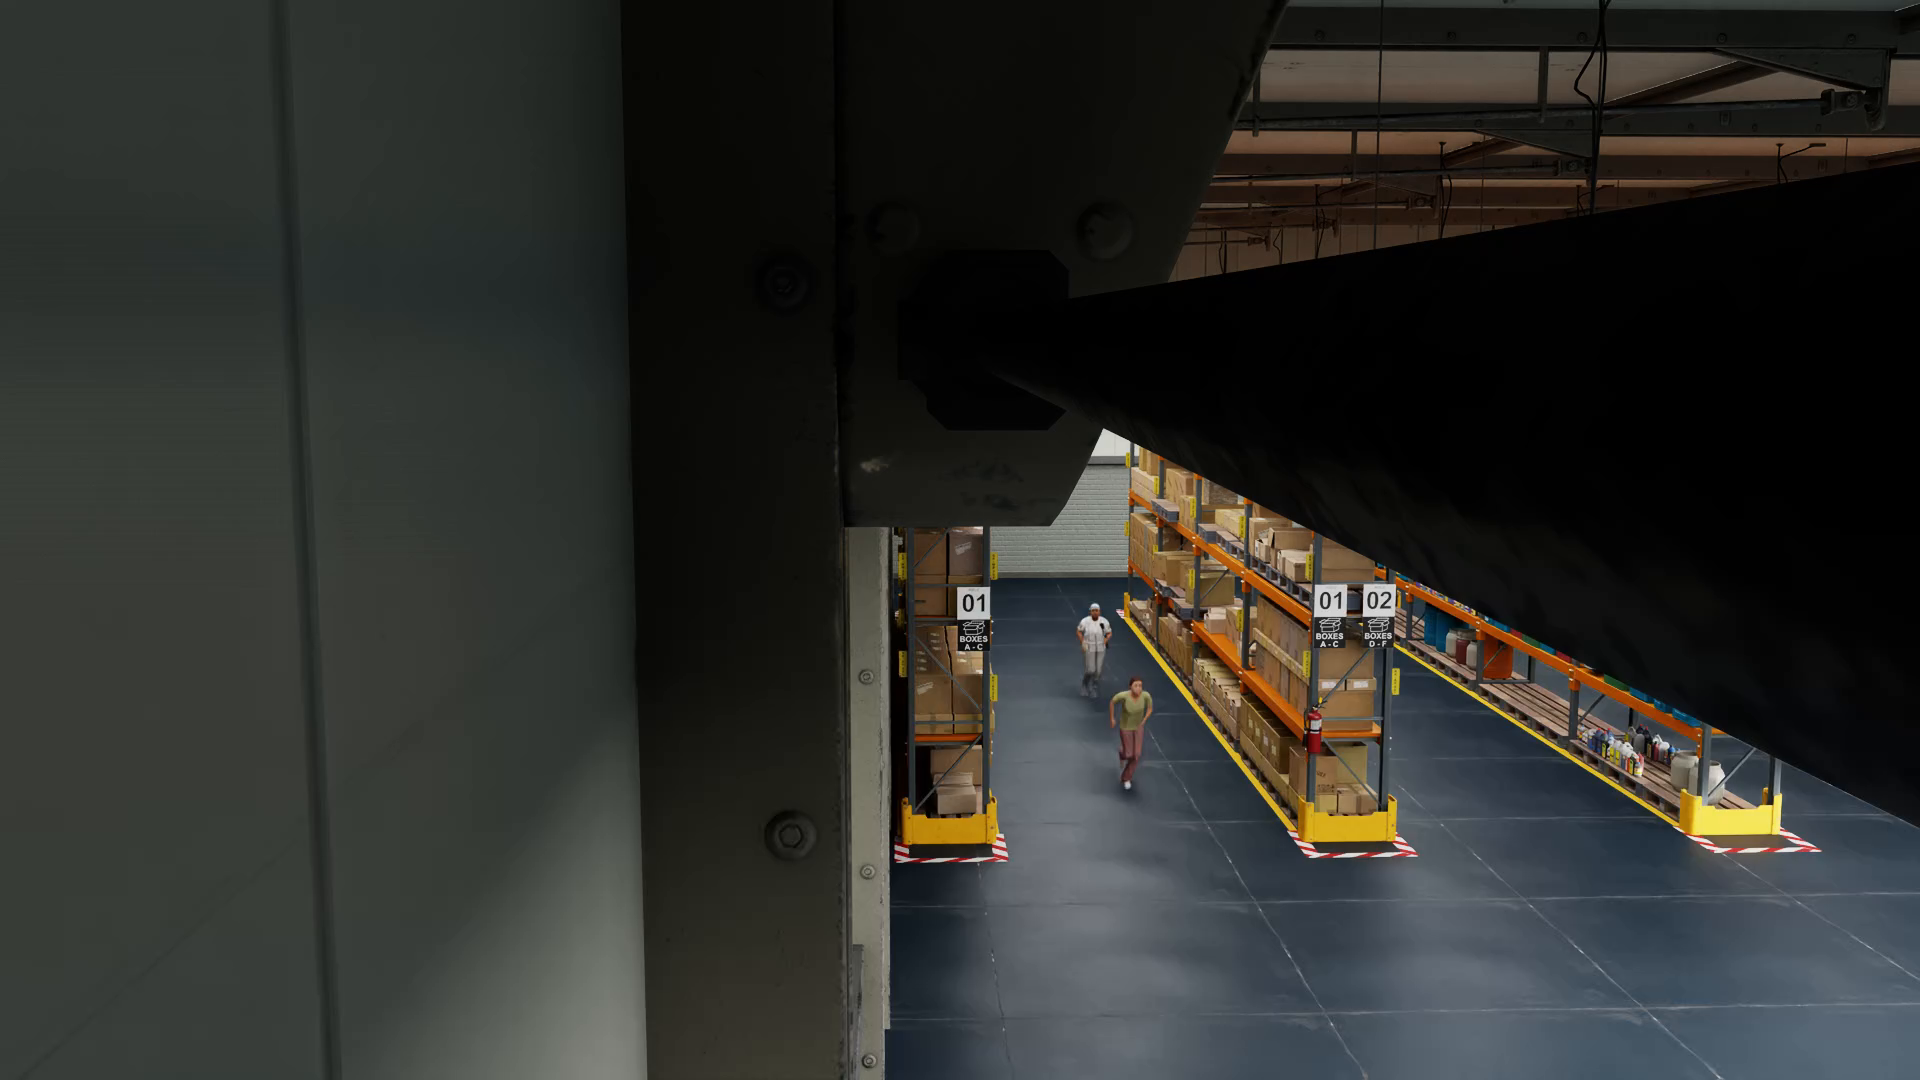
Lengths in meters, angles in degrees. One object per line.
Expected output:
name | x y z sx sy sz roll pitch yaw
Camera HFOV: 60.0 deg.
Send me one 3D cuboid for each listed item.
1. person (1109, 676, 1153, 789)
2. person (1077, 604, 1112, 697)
person | 2.360 2.625 22.979 0.572 1.600 0.694 -2 8 -13
person | 2.312 1.901 28.338 0.586 1.621 0.556 -1 7 -5
